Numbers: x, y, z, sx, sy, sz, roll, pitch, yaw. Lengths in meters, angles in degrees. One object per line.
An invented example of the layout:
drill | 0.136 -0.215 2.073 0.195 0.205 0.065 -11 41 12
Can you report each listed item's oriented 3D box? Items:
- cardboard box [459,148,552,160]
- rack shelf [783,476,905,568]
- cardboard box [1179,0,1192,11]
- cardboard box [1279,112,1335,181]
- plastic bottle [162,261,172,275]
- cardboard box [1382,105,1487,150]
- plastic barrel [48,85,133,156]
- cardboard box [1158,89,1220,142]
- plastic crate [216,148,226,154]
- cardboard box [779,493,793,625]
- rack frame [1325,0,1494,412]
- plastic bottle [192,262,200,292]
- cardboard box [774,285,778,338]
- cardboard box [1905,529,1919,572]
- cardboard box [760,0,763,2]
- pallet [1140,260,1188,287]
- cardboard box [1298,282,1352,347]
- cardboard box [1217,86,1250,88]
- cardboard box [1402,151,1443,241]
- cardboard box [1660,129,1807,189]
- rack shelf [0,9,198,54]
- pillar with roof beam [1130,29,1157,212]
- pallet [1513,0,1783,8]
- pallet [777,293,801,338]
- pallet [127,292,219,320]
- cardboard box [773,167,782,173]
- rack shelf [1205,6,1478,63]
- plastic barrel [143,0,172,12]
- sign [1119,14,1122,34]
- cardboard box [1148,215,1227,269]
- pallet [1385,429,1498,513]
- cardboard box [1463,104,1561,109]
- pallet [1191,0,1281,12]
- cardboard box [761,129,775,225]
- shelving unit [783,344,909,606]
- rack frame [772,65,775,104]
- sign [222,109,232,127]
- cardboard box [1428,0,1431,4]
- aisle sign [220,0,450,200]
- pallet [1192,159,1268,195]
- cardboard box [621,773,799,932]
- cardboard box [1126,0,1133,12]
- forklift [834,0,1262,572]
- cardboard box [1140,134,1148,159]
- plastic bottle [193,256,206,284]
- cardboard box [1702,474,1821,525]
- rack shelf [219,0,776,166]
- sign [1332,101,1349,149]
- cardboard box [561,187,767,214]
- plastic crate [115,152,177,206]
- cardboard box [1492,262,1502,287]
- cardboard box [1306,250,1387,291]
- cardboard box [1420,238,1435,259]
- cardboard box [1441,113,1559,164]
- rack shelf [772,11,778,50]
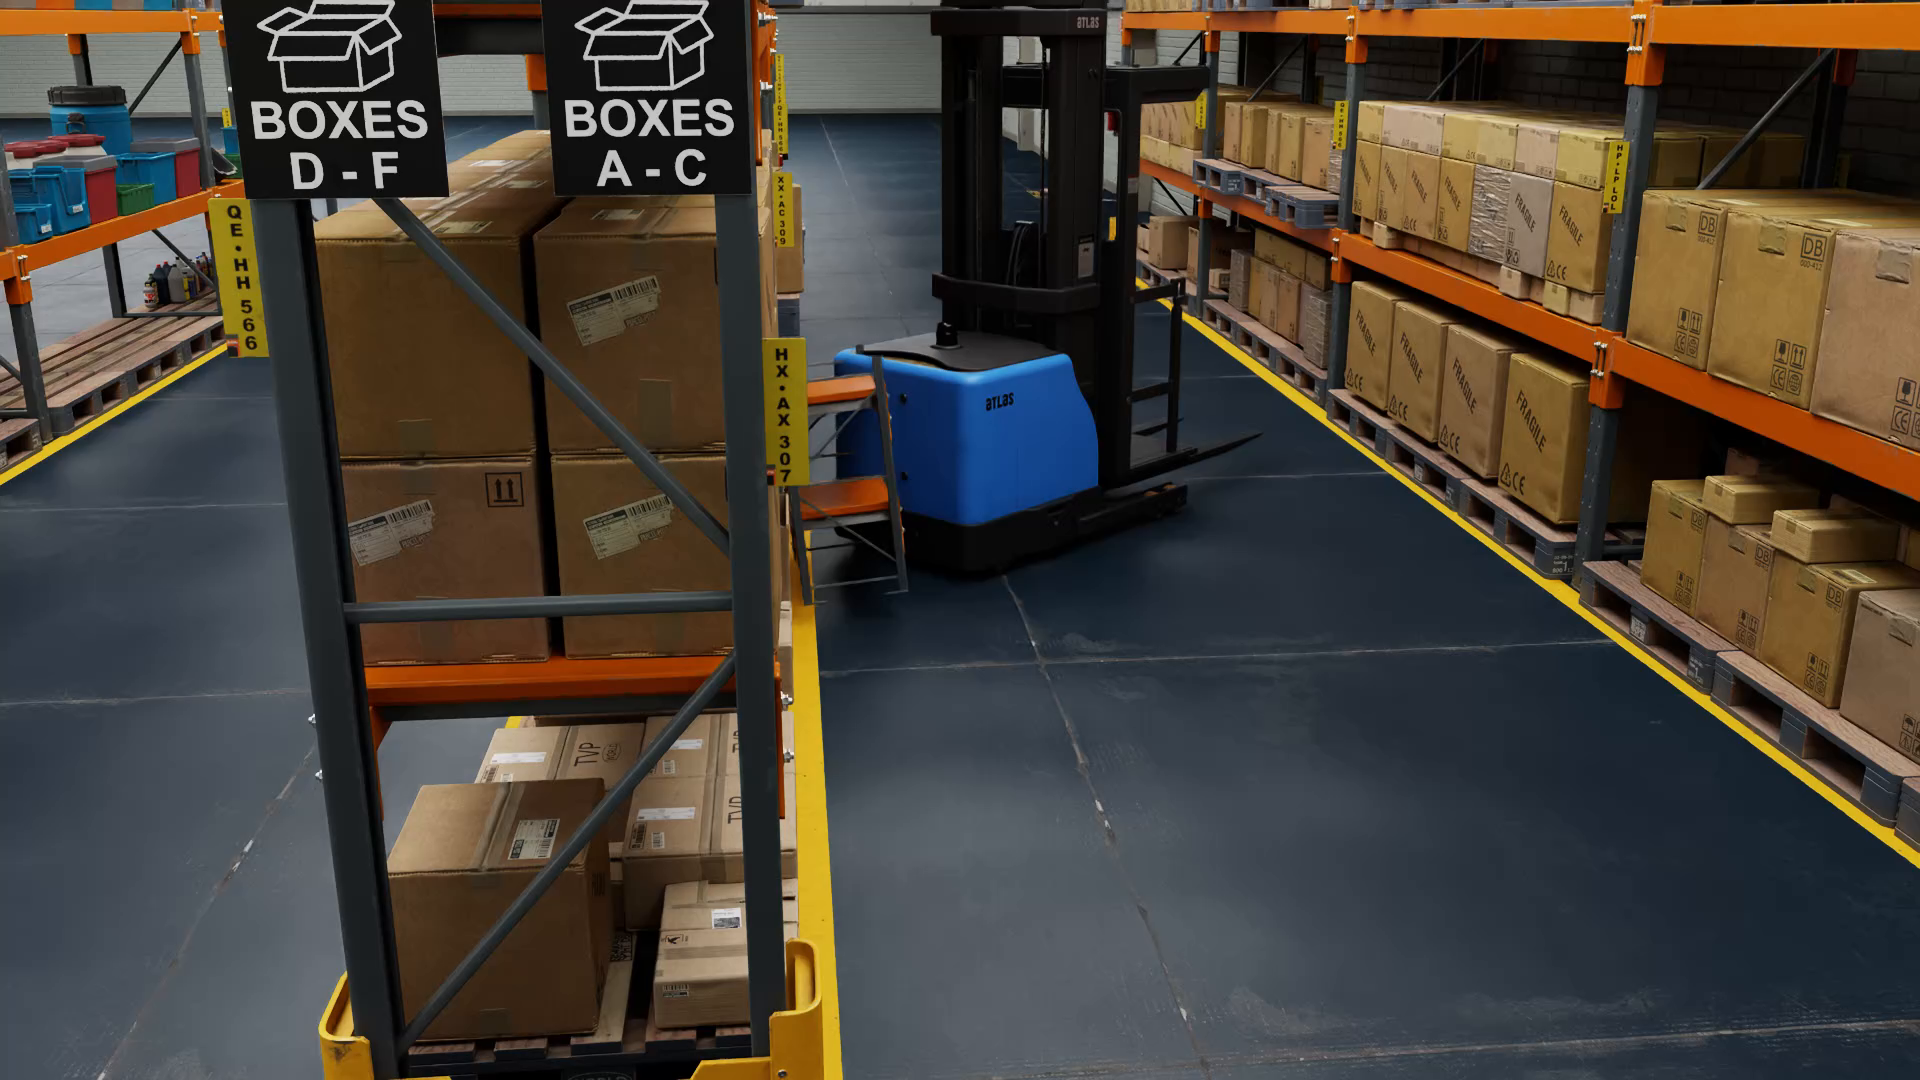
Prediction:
cardboard box | -1.457 -1.106 5.855 0.500 0.500 0.500 -2 18 -7
rack shelf | -0.596 -0.120 8.332 0.538 0.278 1.000 -8 11 -7
cardboard box | 2.432 -5.357 16.024 0.500 0.500 0.500 -3 18 -10
cardboard box | 2.973 -3.151 13.303 0.700 0.500 0.500 -2 18 -6
plastic bottle | -7.457 -2.455 15.676 0.144 0.351 0.185 -3 18 -8
cardboard box | 3.029 -2.636 10.618 0.500 0.250 0.500 -2 18 -6
plastic barrel | -7.346 -3.383 14.108 0.600 0.901 0.708 -2 18 -6
cardboard box | 2.315 -4.300 16.832 0.500 0.500 0.500 -2 18 -7
plastic crate | -7.725 -4.058 17.534 0.298 0.136 0.250 -2 18 -6
cardboard box | -0.991 0.107 7.267 0.500 0.500 0.500 -2 18 -6
rack frame | 3.182 -2.383 11.759 1.000 3.000 0.127 -2 18 -6
plastic bottle | -7.391 -2.529 16.027 0.061 0.283 0.133 -2 18 -6
cardboard box | -0.915 -0.637 6.031 0.500 0.500 0.500 -1 17 -4
cardboard box | 3.889 0.056 6.380 0.380 0.149 0.250 -2 18 -7
cardboard box | -0.869 -1.813 5.185 0.500 0.250 0.500 -2 18 -6
pallet | 2.536 -2.807 17.767 1.003 0.211 1.213 -2 18 -6
cardboard box | 3.119 -1.770 13.246 0.700 0.500 0.500 -2 18 -6
cardboard box | 2.769 -4.474 17.385 0.500 0.500 0.500 -2 17 -5
cardboard box | 3.073 -2.125 10.241 0.500 0.500 0.500 -2 18 -6
cardboard box | 3.807 -1.893 8.250 0.500 0.250 0.500 -1 17 -4
rack shelf | -6.878 -3.760 12.340 1.077 0.370 4.000 -2 18 -6
pillar with roof beam | -1.611 -9.101 23.143 9.100 9.000 0.400 -2 18 -6
pallet | 3.451 -2.802 8.407 0.805 0.209 1.217 -2 18 -8
pallet | -1.306 -1.187 8.270 1.003 0.211 1.213 -2 18 -6
pallet | -7.112 -2.139 15.639 1.003 0.211 1.213 -2 18 -6
cardboard box | -1.292 -1.636 8.512 0.700 0.500 0.500 1 17 3
rack shelf | 2.976 -4.066 13.315 1.077 0.370 4.000 -2 18 -6
plastic barrel | -6.816 -4.794 13.594 0.600 0.901 0.708 -2 18 -6
sign | 2.552 -8.221 26.485 0.001 0.298 0.199 -2 18 -6
cardboard box | 2.424 -3.185 17.752 0.700 0.500 0.500 -3 18 -9
pallet | 3.311 -0.452 10.266 1.003 0.211 1.213 -2 18 -6
cardboard box | 3.537 -2.658 10.687 0.500 0.250 0.500 -2 18 -7
pallet | 2.727 -4.729 14.537 1.213 0.211 1.003 -2 18 -6
cardboard box | -1.022 -1.419 6.853 0.500 0.500 0.500 -2 18 -5
shelving unit | -0.622 -0.359 8.287 0.538 1.125 1.048 -8 11 -7
rack frame | -2.157 -3.420 15.064 1.000 3.000 0.127 -2 18 -6
sign | -8.045 -4.576 18.284 0.100 0.325 0.005 -2 18 -6
cardboard box | 3.337 -4.093 11.997 0.500 0.500 0.500 -2 18 -6
aisle sign | -1.217 -1.056 3.191 0.394 0.787 0.004 -2 18 -6
pallet | 2.704 -3.251 14.844 1.003 0.211 1.213 -2 18 -6
cardboard box | -0.745 0.937 5.040 0.500 0.250 0.500 -2 18 -6
cardboard box | 2.143 -6.147 18.541 0.500 0.500 0.500 -1 17 -4
forklift | 0.676 -1.602 9.388 1.130 2.935 3.031 15 23 40
cardboard box | 2.206 -4.243 17.900 0.500 0.250 0.500 -2 18 -7
plastic bottle | -7.574 -2.687 16.547 0.097 0.271 0.097 0 17 0
cardboard box | 3.424 -0.175 7.114 0.380 0.149 0.250 -1 17 -4
rack shelf | -1.126 -1.529 5.232 1.077 0.370 4.000 -2 18 -6
sign | 2.643 -2.878 11.535 0.100 0.325 0.005 -2 18 -6
cardboard box | -0.764 -0.666 4.453 0.500 0.500 0.500 -2 18 -5
plastic crate | -6.661 -2.942 13.566 0.392 0.384 0.575 -2 18 -6
cardboard box | 3.202 -1.477 9.261 0.380 0.149 0.250 -2 18 -6
cardboard box | 3.060 -2.142 13.180 0.500 0.250 0.500 -1 17 -5
cardboard box | 3.130 -1.862 10.486 0.380 0.149 0.250 -1 17 -4
cardboard box | 3.143 -2.336 9.660 0.500 0.250 0.500 -2 18 -7
rack shelf | -1.951 -3.912 12.824 1.077 0.370 4.000 -2 18 -6
